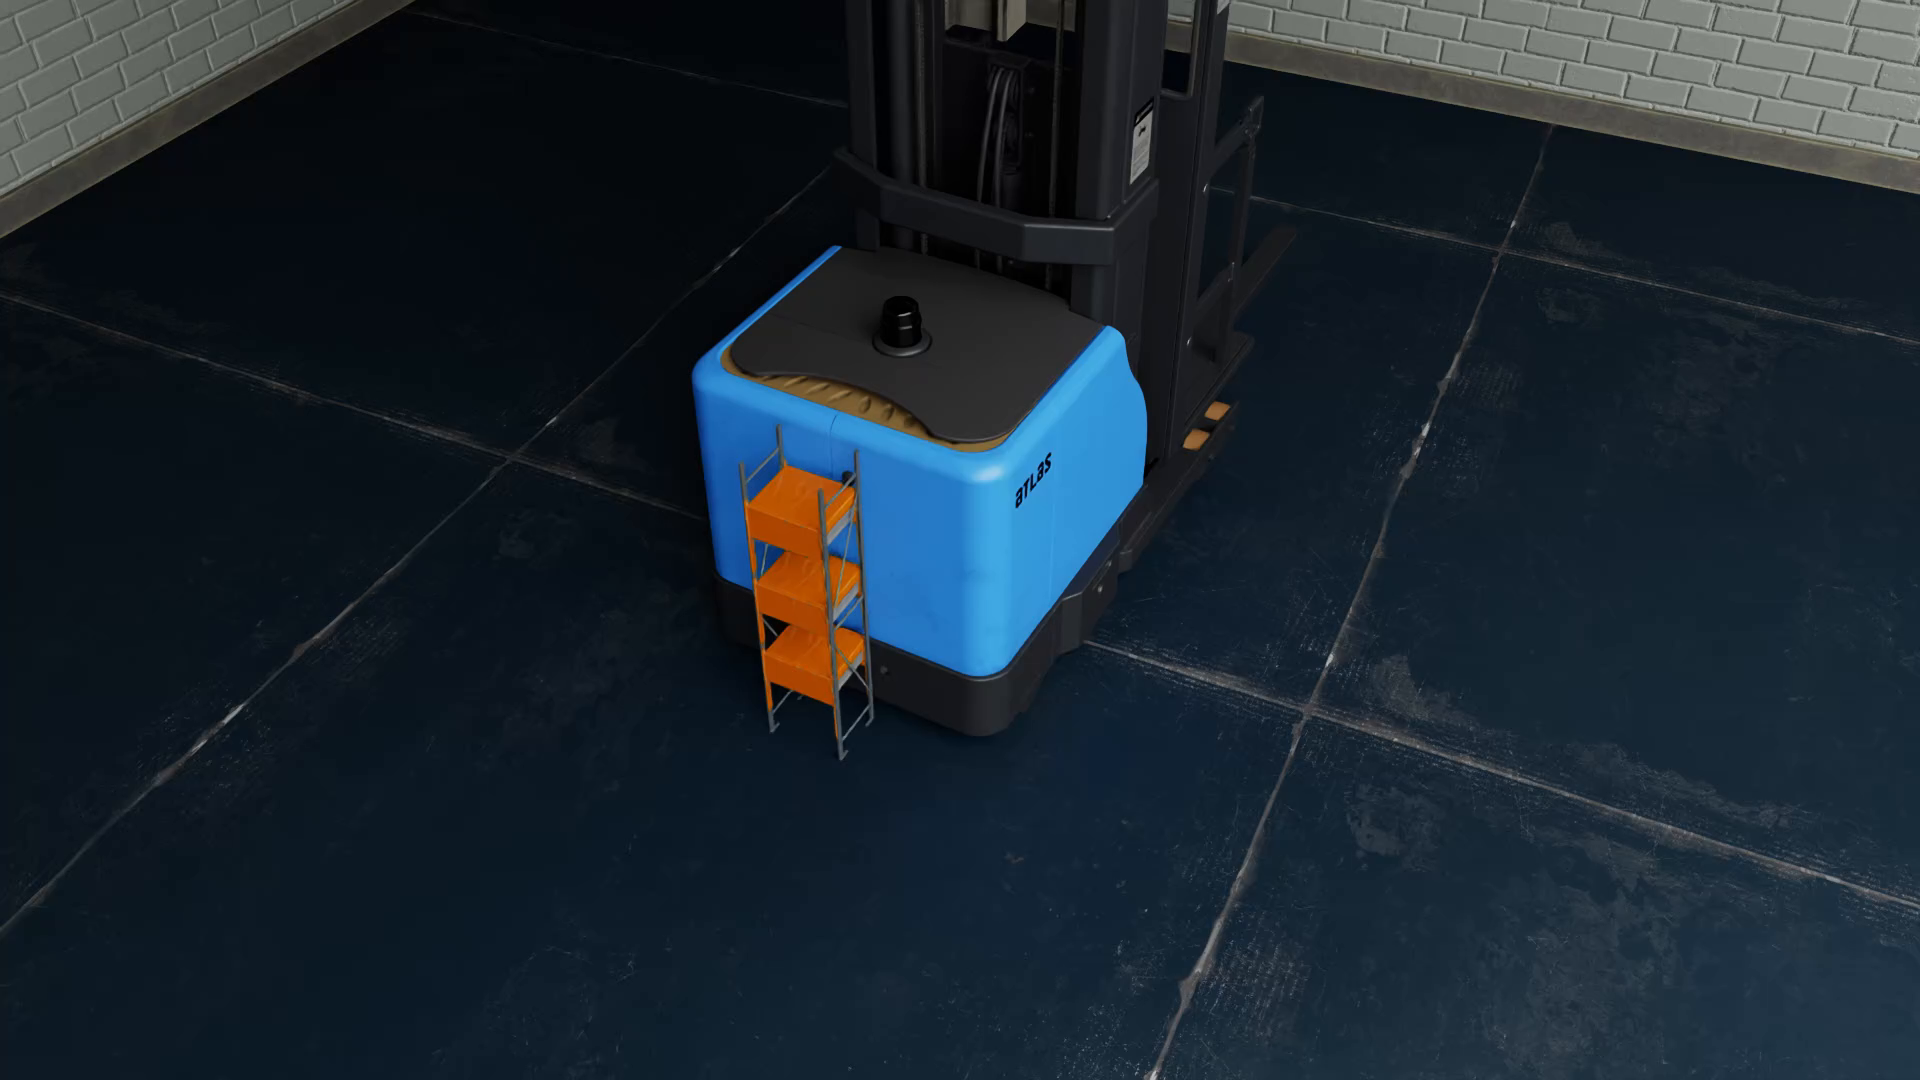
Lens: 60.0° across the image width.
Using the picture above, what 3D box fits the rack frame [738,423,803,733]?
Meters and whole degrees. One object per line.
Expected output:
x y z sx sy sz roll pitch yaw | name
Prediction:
-0.532 0.136 4.789 0.008 1.050 0.200 19 45 21 | rack frame

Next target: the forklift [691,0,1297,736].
0.375 -1.475 5.214 1.130 2.935 3.031 20 45 21 | forklift

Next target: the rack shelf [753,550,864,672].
-0.424 0.181 4.754 0.240 0.259 0.215 19 45 21 | rack shelf

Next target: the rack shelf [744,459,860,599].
-0.425 -0.031 4.566 0.240 0.259 0.215 19 45 21 | rack shelf

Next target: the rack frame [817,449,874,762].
-0.316 0.211 4.704 0.008 1.050 0.200 19 45 21 | rack frame

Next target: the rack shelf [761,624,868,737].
-0.423 0.390 4.937 0.240 0.259 0.215 19 45 21 | rack shelf

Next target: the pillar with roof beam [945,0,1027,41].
-1.694 -3.628 3.065 0.400 9.000 9.100 17 44 19 | pillar with roof beam

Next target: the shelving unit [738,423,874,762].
-0.424 0.174 4.747 0.252 1.050 0.215 19 45 21 | shelving unit
